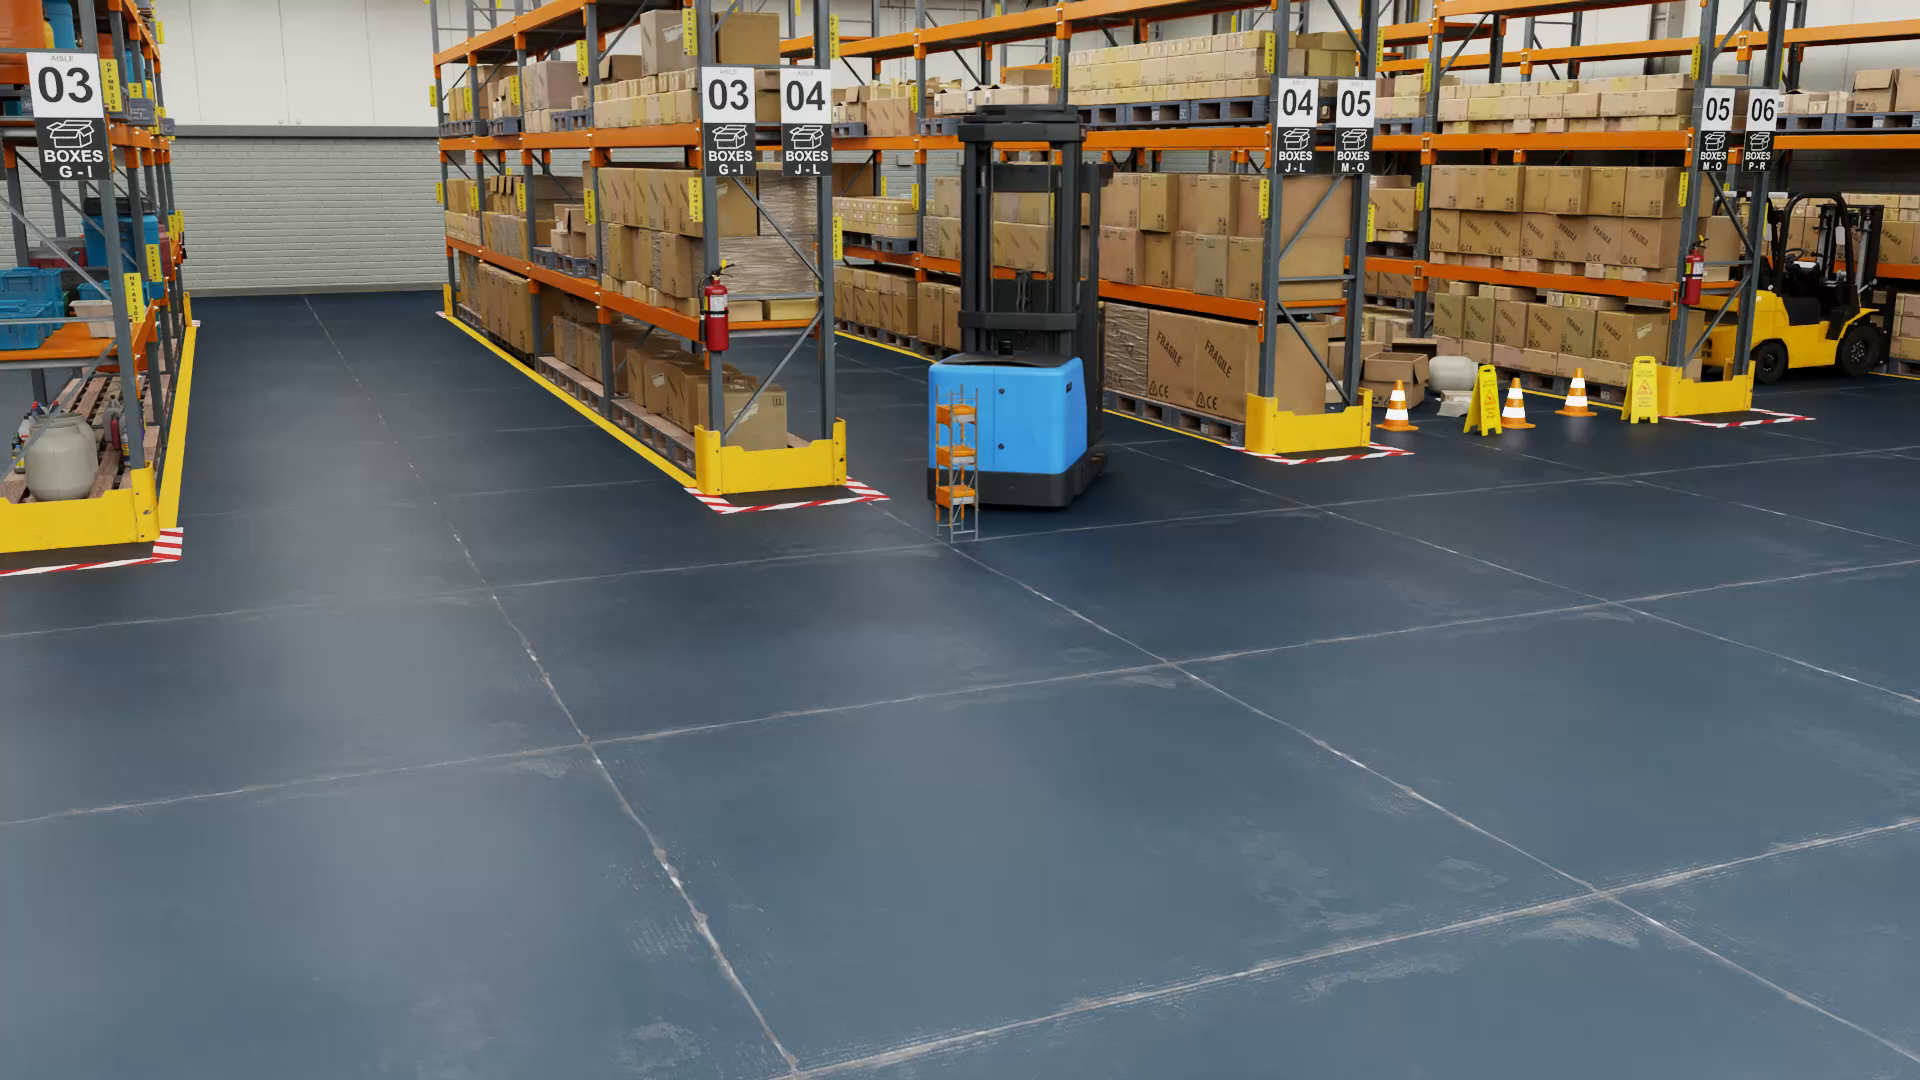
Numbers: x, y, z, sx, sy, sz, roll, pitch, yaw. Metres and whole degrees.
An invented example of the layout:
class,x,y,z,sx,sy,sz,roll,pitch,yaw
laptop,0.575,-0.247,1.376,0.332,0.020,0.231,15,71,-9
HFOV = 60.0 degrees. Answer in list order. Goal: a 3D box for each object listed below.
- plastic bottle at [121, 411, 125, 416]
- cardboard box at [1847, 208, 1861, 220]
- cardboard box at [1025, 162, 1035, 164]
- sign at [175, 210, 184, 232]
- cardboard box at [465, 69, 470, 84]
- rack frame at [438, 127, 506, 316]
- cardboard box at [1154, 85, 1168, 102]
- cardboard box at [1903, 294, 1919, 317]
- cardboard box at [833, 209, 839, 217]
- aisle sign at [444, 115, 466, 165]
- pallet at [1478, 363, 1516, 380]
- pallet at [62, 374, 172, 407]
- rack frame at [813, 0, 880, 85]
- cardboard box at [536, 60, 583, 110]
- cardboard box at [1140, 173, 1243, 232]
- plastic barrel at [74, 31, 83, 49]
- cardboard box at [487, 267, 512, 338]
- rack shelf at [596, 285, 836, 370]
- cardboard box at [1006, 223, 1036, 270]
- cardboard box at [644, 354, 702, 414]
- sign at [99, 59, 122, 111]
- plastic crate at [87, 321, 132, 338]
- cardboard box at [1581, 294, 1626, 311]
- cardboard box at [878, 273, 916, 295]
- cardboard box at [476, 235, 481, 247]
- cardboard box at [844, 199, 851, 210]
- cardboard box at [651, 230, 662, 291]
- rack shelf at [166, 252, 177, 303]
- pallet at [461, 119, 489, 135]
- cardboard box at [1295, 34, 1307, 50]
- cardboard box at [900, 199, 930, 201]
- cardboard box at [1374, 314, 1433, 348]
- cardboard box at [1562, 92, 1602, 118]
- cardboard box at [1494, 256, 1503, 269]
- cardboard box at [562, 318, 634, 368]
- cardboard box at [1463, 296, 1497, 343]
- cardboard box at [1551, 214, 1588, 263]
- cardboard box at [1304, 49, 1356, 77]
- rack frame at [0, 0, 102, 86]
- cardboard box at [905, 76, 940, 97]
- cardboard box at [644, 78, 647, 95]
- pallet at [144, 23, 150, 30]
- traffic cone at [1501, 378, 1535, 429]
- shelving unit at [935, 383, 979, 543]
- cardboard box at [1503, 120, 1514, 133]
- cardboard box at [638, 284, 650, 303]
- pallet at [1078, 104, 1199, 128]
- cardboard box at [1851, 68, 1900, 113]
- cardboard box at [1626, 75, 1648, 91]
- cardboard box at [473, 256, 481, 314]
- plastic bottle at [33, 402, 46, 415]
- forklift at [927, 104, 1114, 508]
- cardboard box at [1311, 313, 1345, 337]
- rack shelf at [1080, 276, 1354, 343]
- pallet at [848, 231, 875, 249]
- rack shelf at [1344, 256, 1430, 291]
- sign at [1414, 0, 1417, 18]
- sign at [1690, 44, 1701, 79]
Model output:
class,x,y,z,sx,sy,sz,roll,pitch,yaw
plastic bottle,-6.875,-0.965,13.787,0.144,0.351,0.185,-6,14,-23
cardboard box,11.050,-4.000,20.342,0.380,0.149,0.250,-6,14,-24
cardboard box,1.388,-6.666,29.640,0.380,0.149,0.250,-6,14,-25
sign,-11.913,-4.867,25.383,0.100,0.325,0.005,-6,14,-23
cardboard box,-7.072,-6.892,24.806,0.500,0.250,0.500,-6,14,-25
rack frame,-7.872,-5.182,27.105,1.000,3.000,0.127,-6,14,-23
cardboard box,2.068,-4.249,15.826,0.380,0.149,0.250,-5,14,-22
cardboard box,11.484,-2.744,19.523,0.500,0.250,0.500,-5,14,-22
cardboard box,-1.634,-4.726,24.104,0.380,0.149,0.250,-6,14,-25
aisle sign,-8.176,-6.436,26.759,0.394,0.787,0.004,-6,14,-23
pallet,6.317,-2.103,19.989,1.003,0.211,1.213,-6,14,-23
pallet,-8.931,-1.559,17.639,1.003,0.211,1.213,-6,14,-23
rack frame,-1.684,-7.705,24.704,1.000,3.000,0.127,-6,14,-23
cardboard box,-4.307,-4.954,18.138,0.500,0.500,0.500,-6,14,-25
cardboard box,2.273,-3.313,16.306,0.875,0.550,0.500,-6,14,-23
plastic barrel,-8.530,-4.316,15.603,0.600,0.901,0.708,-6,14,-23
cardboard box,-5.636,-3.210,22.366,1.225,0.875,0.875,-6,14,-25
rack shelf,-2.264,-1.939,14.689,1.077,0.370,4.000,-6,14,-23
cardboard box,0.864,-3.366,19.040,0.500,0.500,0.500,-6,14,-24
cardboard box,-2.705,-1.485,15.747,0.500,0.500,0.500,-1,13,-5
sign,-5.495,-2.943,10.761,0.100,0.325,0.005,-6,14,-23
plastic crate,-6.065,-1.514,11.844,0.298,0.136,0.250,-6,14,-23
cardboard box,6.849,-2.529,17.710,0.380,0.149,0.250,-5,14,-21
cardboard box,-0.809,-3.529,22.914,0.500,0.250,0.500,-5,14,-22
cardboard box,-6.692,-4.266,23.707,0.380,0.149,0.250,-6,14,-23
cardboard box,-1.429,-4.764,23.609,0.380,0.149,0.250,-5,14,-21
cardboard box,-2.129,-2.385,14.142,0.875,0.500,0.500,-6,14,-23
rack shelf,-10.007,-3.144,19.898,1.077,0.370,4.000,-6,14,-23
pallet,-6.588,-5.943,23.941,1.003,0.211,1.213,-6,14,-23
cardboard box,3.181,-4.433,14.856,0.380,0.149,0.250,-6,14,-23
cardboard box,-0.618,-4.712,23.384,0.380,0.149,0.250,-5,14,-21
cardboard box,5.803,-2.630,20.977,0.950,0.372,0.625,-5,14,-22
cardboard box,6.753,-4.596,17.598,0.500,0.250,0.500,-5,14,-21
cardboard box,6.333,-3.175,18.992,0.380,0.149,0.250,-6,14,-23
cardboard box,-4.147,-2.275,19.116,0.700,0.500,0.500,-7,15,-28
cardboard box,6.229,-2.572,19.334,0.500,0.500,0.500,-5,14,-21
cardboard box,6.754,-3.259,17.919,0.500,0.500,0.500,-6,14,-23
cardboard box,3.164,-4.212,14.786,0.500,0.250,0.500,-6,14,-23
rack frame,-6.001,-4.351,10.213,1.000,3.000,0.127,-6,14,-23
cardboard box,-0.482,-5.899,21.633,0.396,0.266,0.258,-6,14,-23
cardboard box,-2.442,-3.818,14.010,0.380,0.149,0.250,-6,15,-26
pallet,-10.448,-6.375,20.265,1.003,0.211,1.213,-6,14,-23
traffic cone,5.382,-1.337,16.120,0.336,0.463,0.334,-6,14,-23
shelving unit,-0.021,-0.523,11.299,0.215,1.050,0.252,-6,14,-23
cardboard box,6.330,-4.638,18.661,0.380,0.149,0.250,-6,14,-25
cardboard box,-2.641,-2.200,14.779,0.380,0.149,0.250,-6,14,-23
pallet,1.838,-4.378,17.176,1.003,0.211,1.213,-6,14,-23
cardboard box,11.245,-5.399,20.013,0.797,0.503,0.637,-5,14,-21
cardboard box,7.024,-4.649,16.943,0.380,0.149,0.250,-6,14,-24
cardboard box,-6.821,-3.854,25.151,0.875,0.875,0.875,-6,14,-23
plastic bottle,-7.660,-0.974,13.827,0.144,0.351,0.185,-5,14,-21
forklift,0.605,-1.953,13.308,1.130,2.935,3.031,3,13,14
cardboard box,4.396,-2.582,19.736,0.500,0.500,0.500,-6,14,-23
rack shelf,2.321,-2.366,16.535,1.077,0.370,4.000,-6,14,-23
pallet,-0.913,-4.268,23.582,1.003,0.211,1.213,-6,14,-23
rack shelf,5.214,-3.660,22.127,1.077,0.370,4.000,-6,14,-23
sign,7.863,-9.206,28.765,0.100,0.325,0.005,-6,14,-23
sign,7.101,-4.618,16.053,0.100,0.325,0.005,-6,14,-23
